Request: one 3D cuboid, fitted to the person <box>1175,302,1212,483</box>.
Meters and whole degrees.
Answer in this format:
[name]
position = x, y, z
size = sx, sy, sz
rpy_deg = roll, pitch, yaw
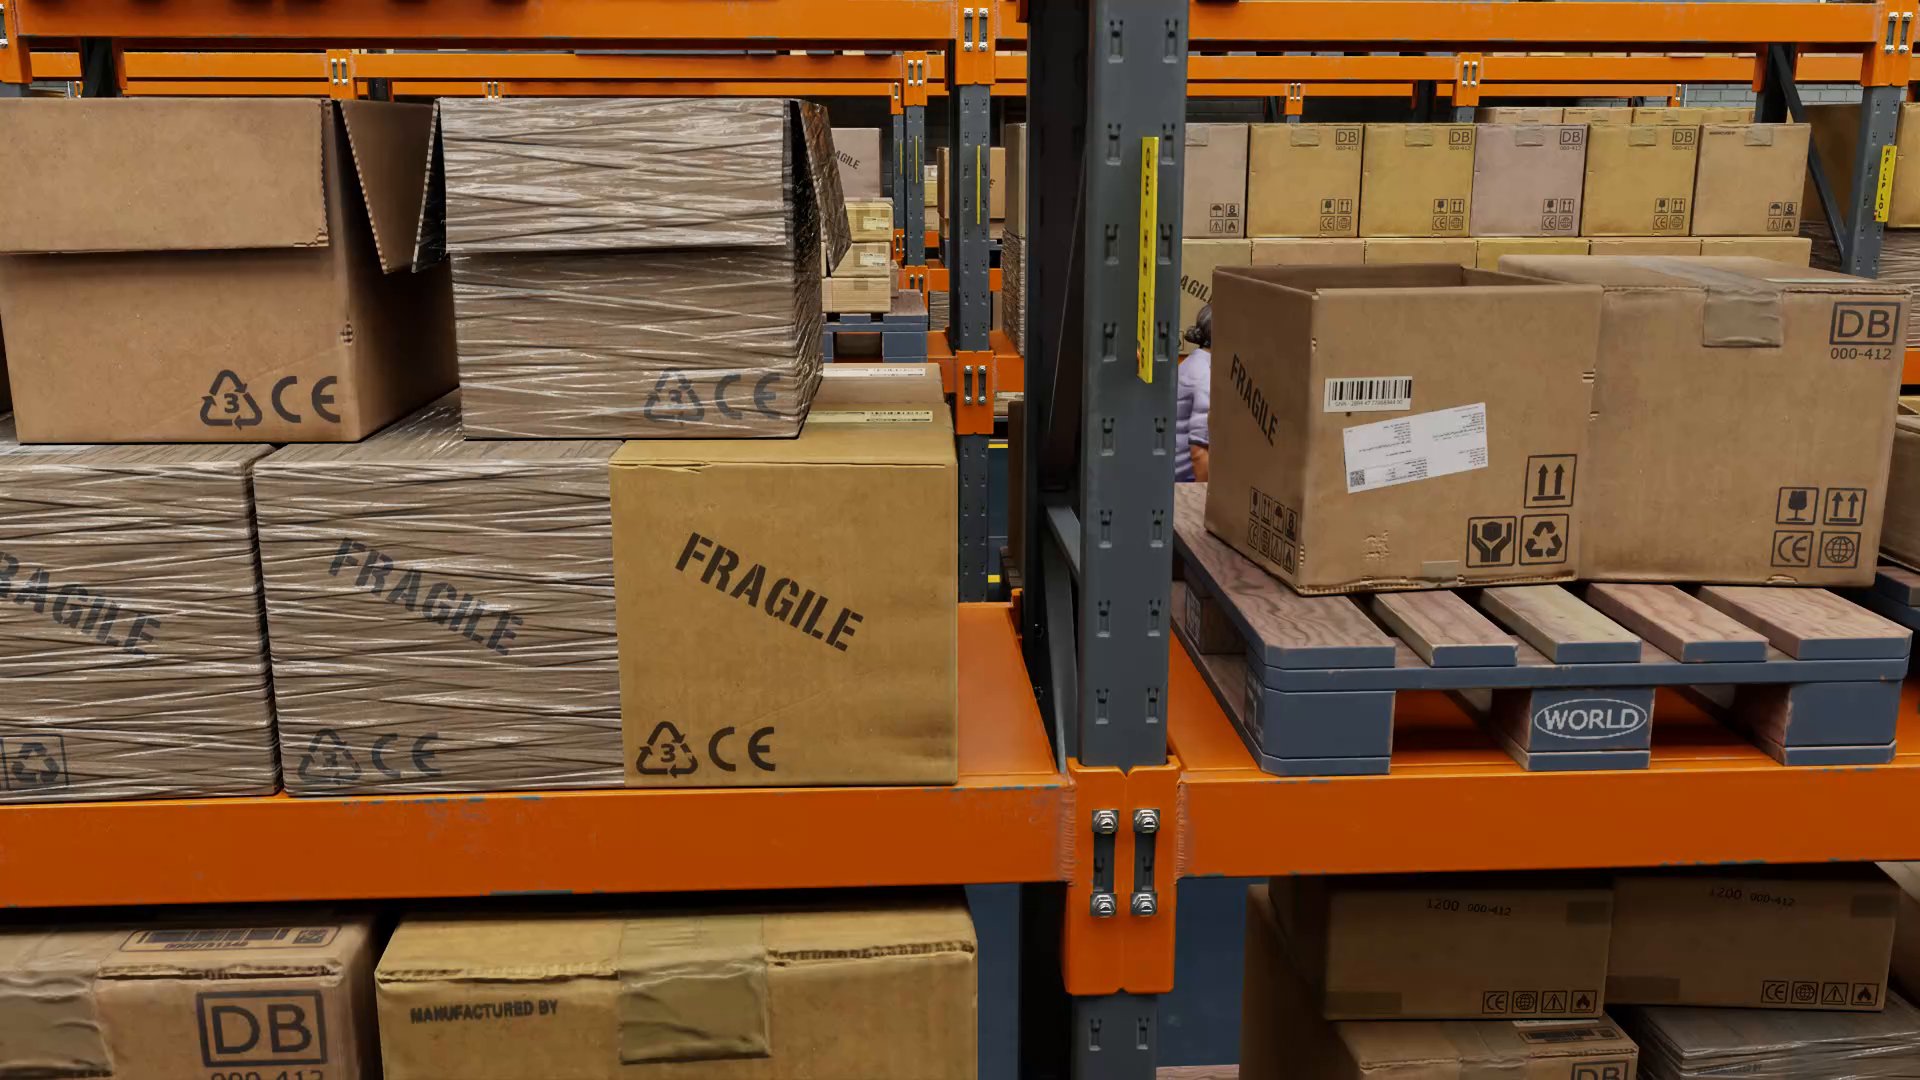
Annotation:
[person]
position = 0.916, -0.086, 6.364
size = 0.372, 1.651, 0.532
rpy_deg = -1, 14, -5
